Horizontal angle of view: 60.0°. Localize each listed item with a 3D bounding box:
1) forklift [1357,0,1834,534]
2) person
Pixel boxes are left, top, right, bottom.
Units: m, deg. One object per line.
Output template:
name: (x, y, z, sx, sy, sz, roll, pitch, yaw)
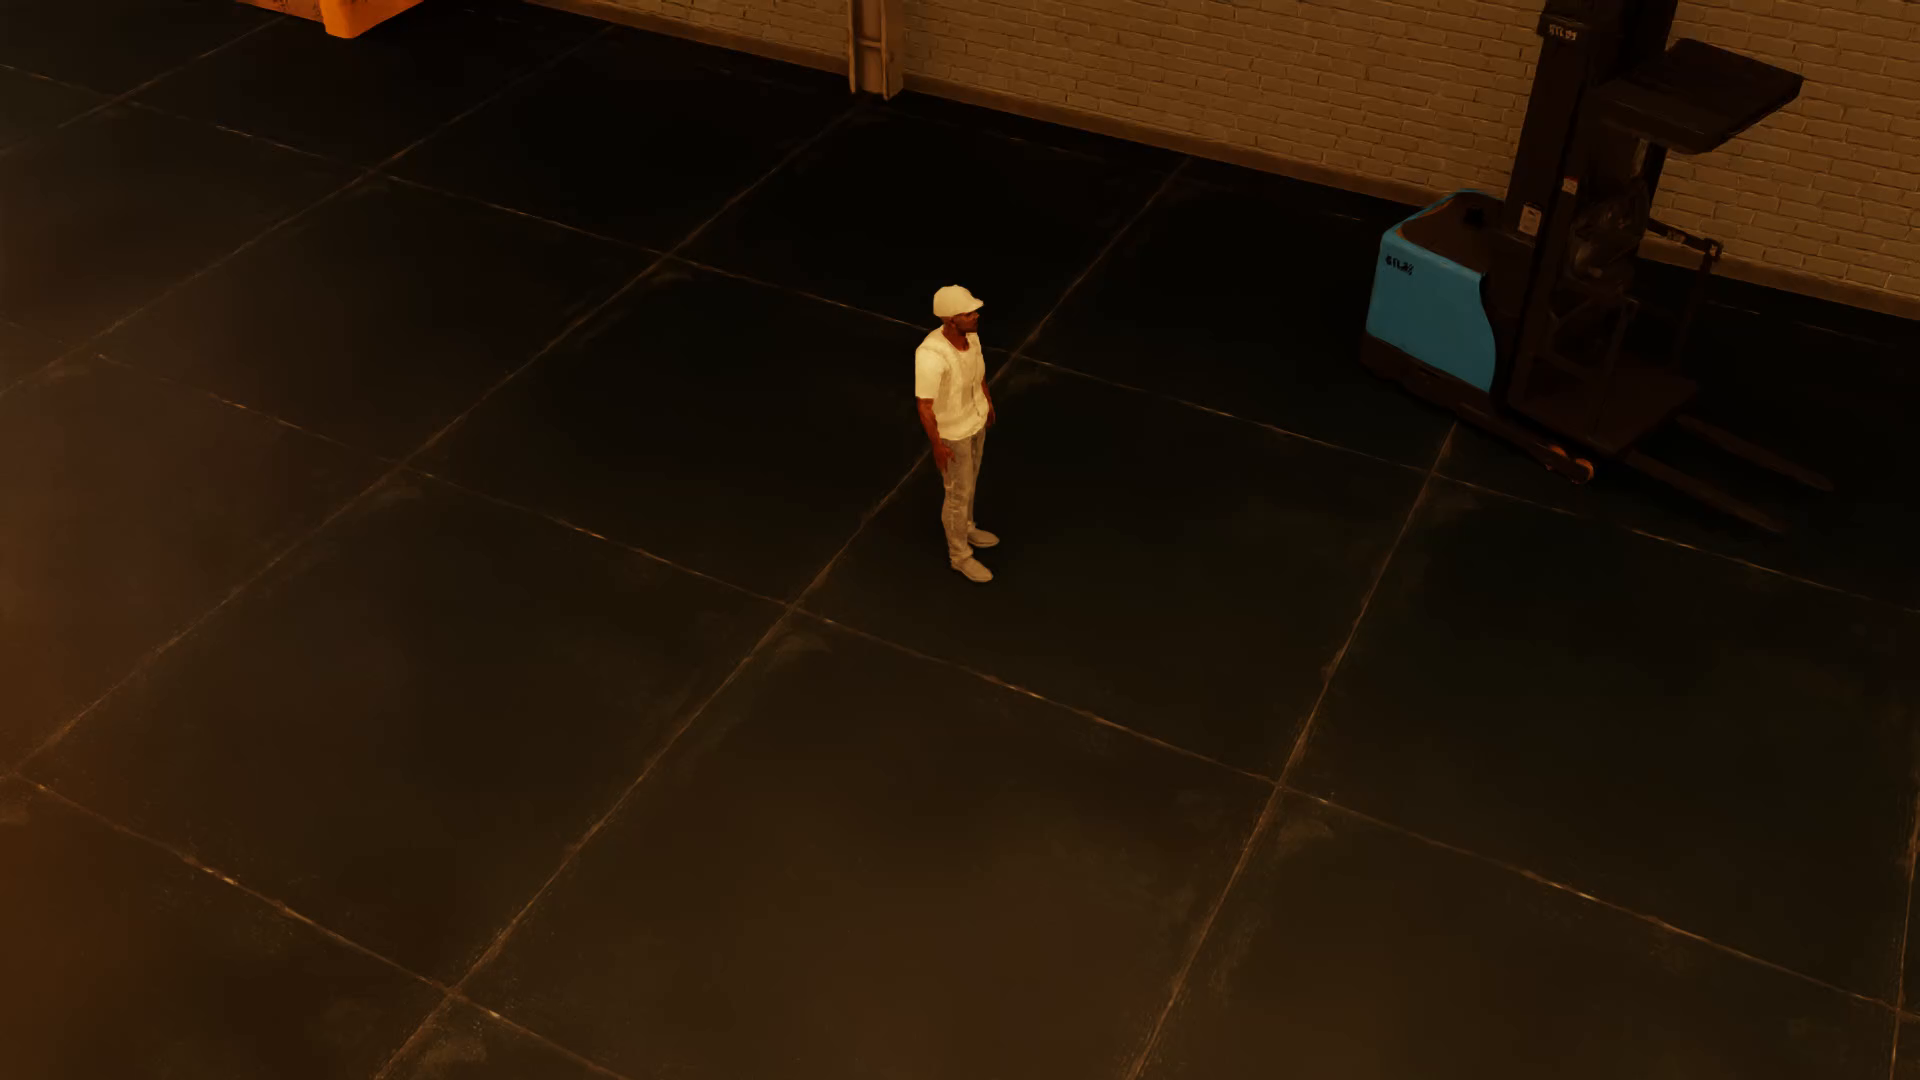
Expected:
forklift: (4.155, -1.854, 10.188, 1.130, 2.935, 3.031, -31, 49, -31)
person: (0.059, -0.657, 9.660, 0.576, 1.766, 0.644, 18, 43, 21)
